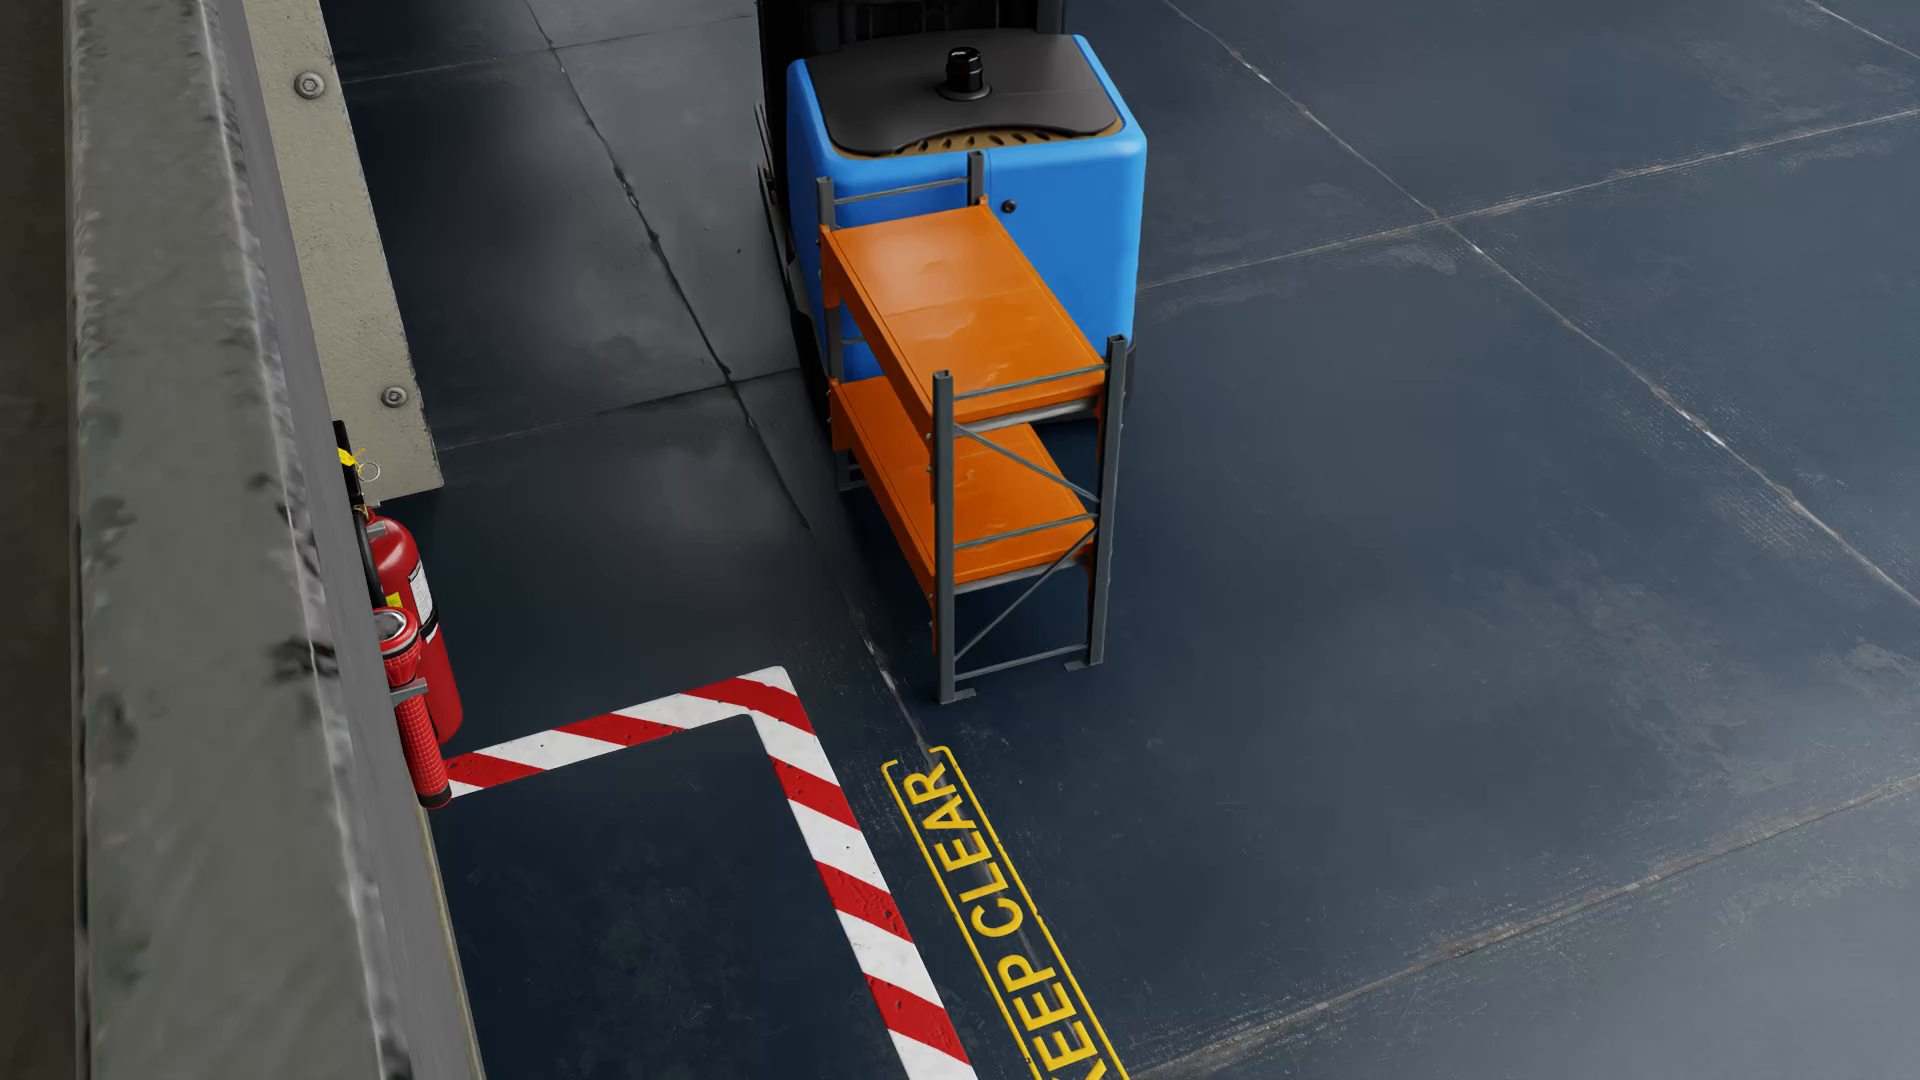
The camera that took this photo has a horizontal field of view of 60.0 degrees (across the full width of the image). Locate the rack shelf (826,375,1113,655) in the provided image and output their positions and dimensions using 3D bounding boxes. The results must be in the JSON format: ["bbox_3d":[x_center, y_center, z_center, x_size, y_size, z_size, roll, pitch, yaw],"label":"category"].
[{"bbox_3d":[0.003,-0.149,4.935,0.538,0.278,1.000,-13,42,-15],"label":"rack shelf"}]

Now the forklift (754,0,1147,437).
[{"bbox_3d":[-0.211,-2.389,5.780,1.130,2.935,3.031,-8,41,-9],"label":"forklift"}]

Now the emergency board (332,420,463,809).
[{"bbox_3d":[-1.000,0.102,2.831,0.194,1.169,0.643,-15,43,-17],"label":"emergency board"}]

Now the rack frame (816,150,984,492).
[{"bbox_3d":[-0.169,-0.646,5.139,0.500,1.125,0.032,-13,42,-15],"label":"rack frame"}]

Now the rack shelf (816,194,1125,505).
[{"bbox_3d":[0.003,-0.556,4.585,0.538,0.278,1.000,-13,42,-15],"label":"rack shelf"}]

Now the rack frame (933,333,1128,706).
[{"bbox_3d":[0.174,-0.022,4.413,0.500,1.125,0.032,-13,42,-15],"label":"rack frame"}]

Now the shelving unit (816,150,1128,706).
[{"bbox_3d":[0.003,-0.334,4.776,0.538,1.125,1.048,-13,42,-15],"label":"shelving unit"}]

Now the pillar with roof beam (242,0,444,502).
[{"bbox_3d":[2.067,-4.745,3.866,9.100,9.000,0.400,-15,43,-17],"label":"pillar with roof beam"}]
